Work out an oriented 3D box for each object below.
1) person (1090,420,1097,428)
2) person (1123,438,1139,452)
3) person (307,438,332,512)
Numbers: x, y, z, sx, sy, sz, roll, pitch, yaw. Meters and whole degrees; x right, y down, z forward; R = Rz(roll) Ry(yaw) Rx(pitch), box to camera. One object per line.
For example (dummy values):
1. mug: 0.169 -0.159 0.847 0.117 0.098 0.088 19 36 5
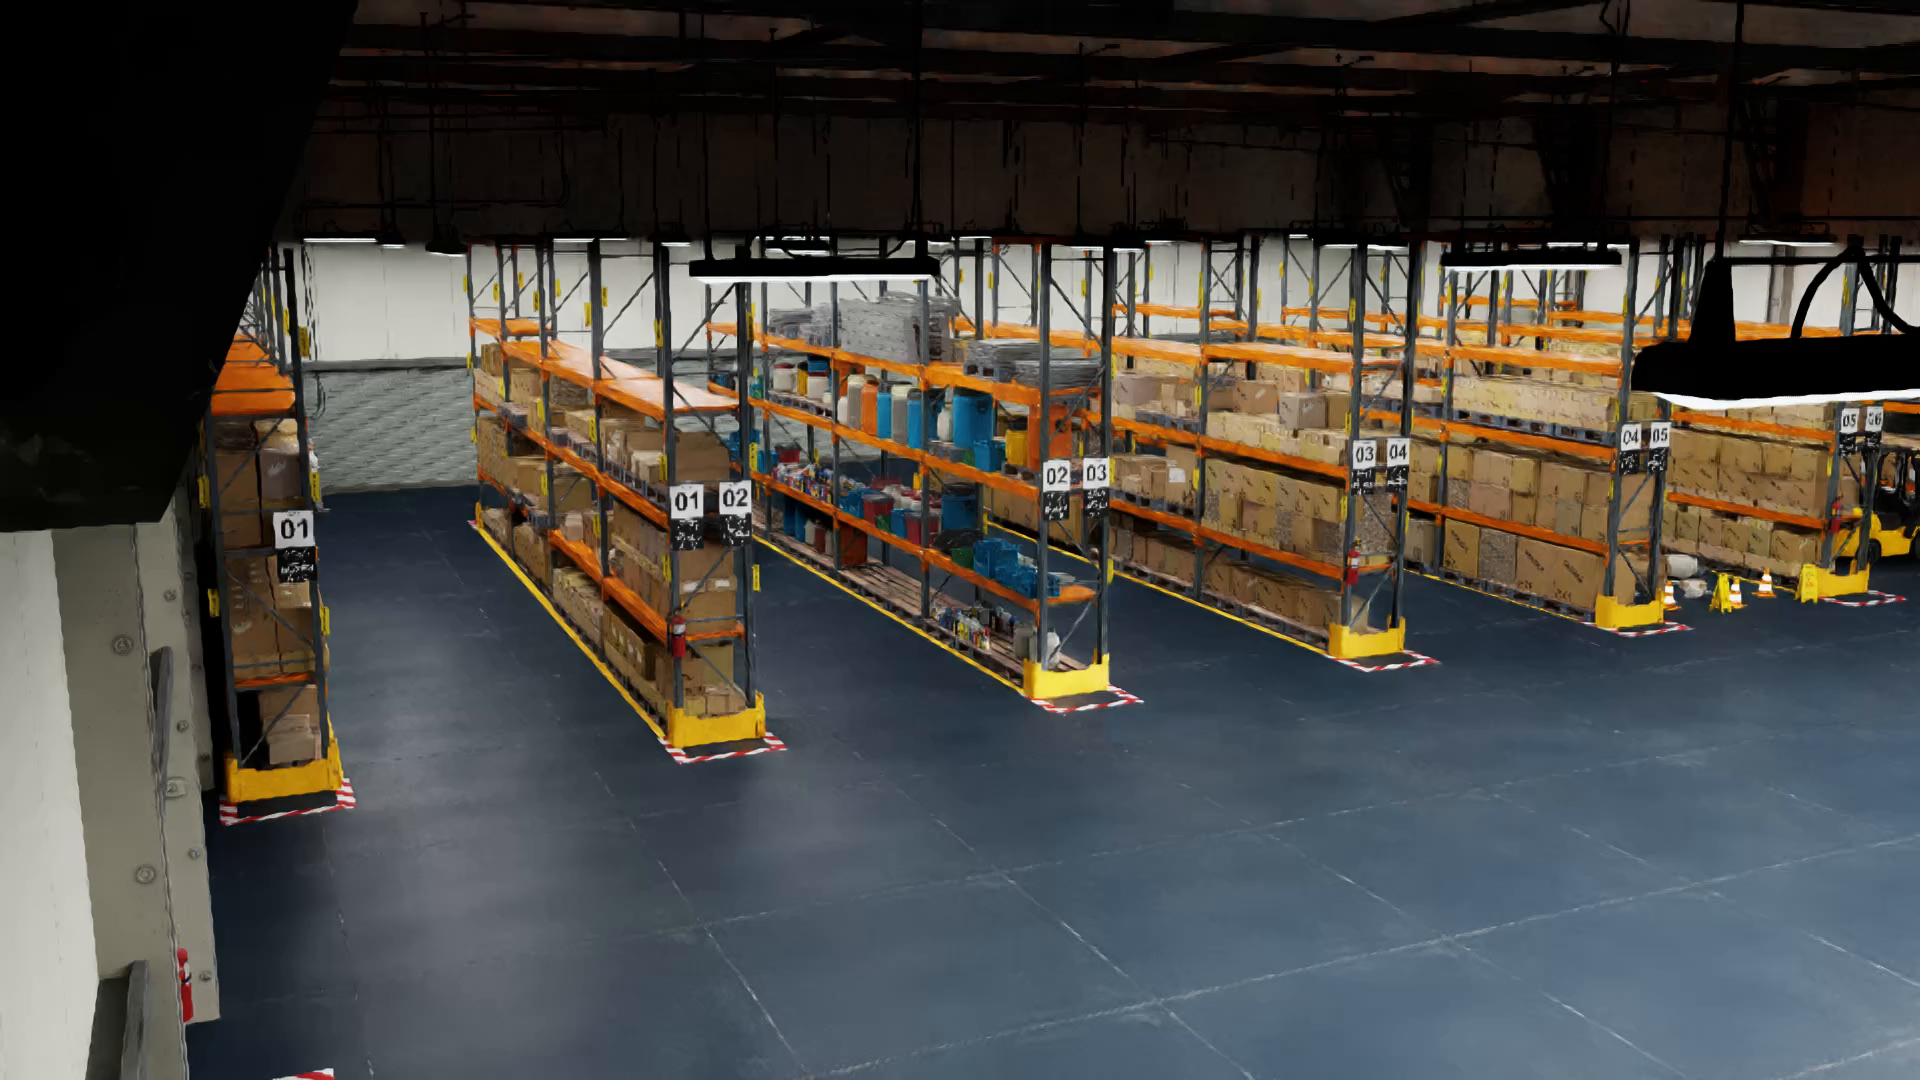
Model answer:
1. person: 3.060 -1.936 38.550 0.588 1.700 1.193 -5 12 -26
2. person: 4.608 -3.315 45.585 0.626 1.773 0.576 2 11 12
3. person: -14.015 -1.379 35.850 0.528 1.651 0.717 2 11 8
